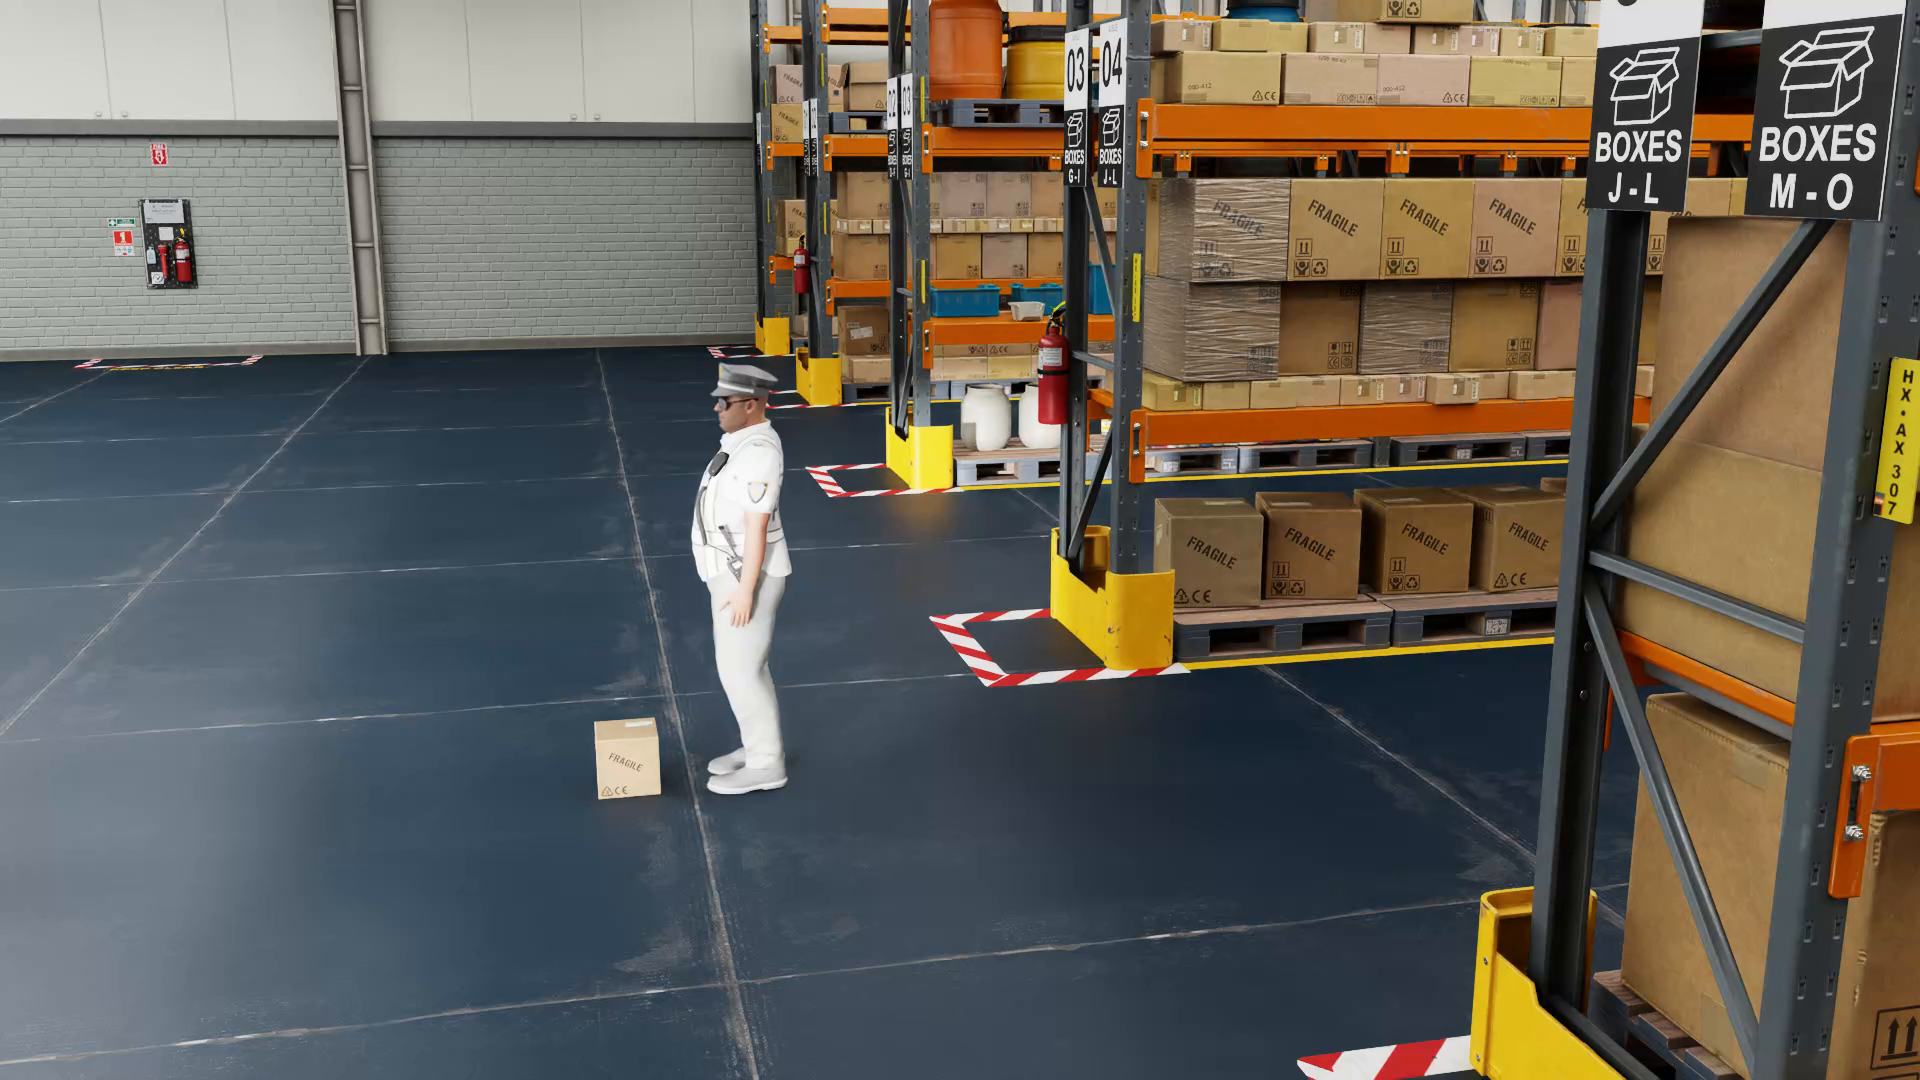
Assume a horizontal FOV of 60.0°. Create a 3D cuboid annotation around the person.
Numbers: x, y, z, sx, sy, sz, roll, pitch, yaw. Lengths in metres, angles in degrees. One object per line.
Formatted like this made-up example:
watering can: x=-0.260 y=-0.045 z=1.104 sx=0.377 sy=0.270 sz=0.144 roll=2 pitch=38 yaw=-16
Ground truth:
person: x=-0.890 y=0.154 z=6.797 sx=0.393 sy=1.767 sz=0.527 roll=-3 pitch=13 yaw=-12
